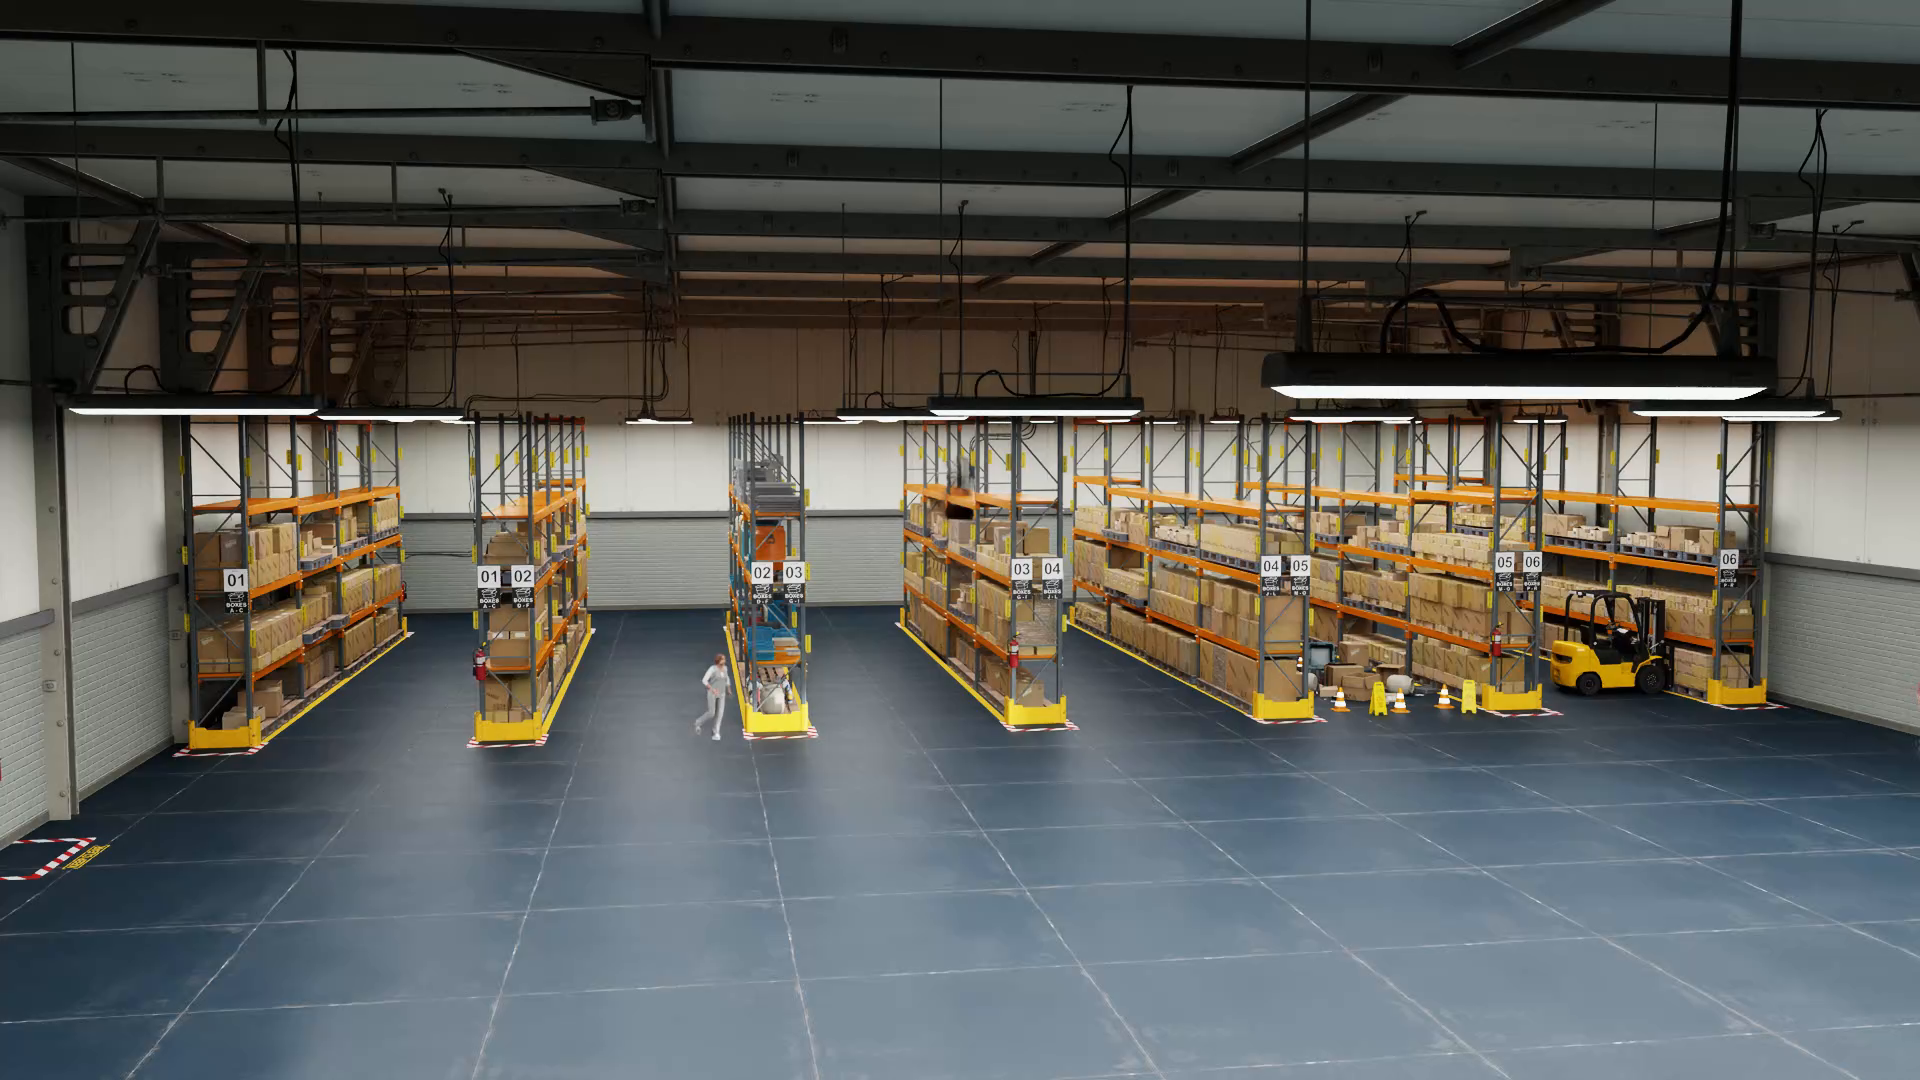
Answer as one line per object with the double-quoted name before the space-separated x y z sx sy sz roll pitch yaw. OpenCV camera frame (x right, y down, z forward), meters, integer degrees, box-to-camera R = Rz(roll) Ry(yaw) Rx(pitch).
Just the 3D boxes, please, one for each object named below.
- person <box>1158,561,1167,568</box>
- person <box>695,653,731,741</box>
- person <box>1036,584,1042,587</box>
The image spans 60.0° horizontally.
"person" 6.173 1.464 50.283 0.923 1.708 0.625 -1 4 -8
"person" -4.469 2.859 30.581 0.608 1.556 0.726 -4 5 -42
"person" 2.252 1.641 47.415 0.723 1.729 0.561 -1 4 -9
